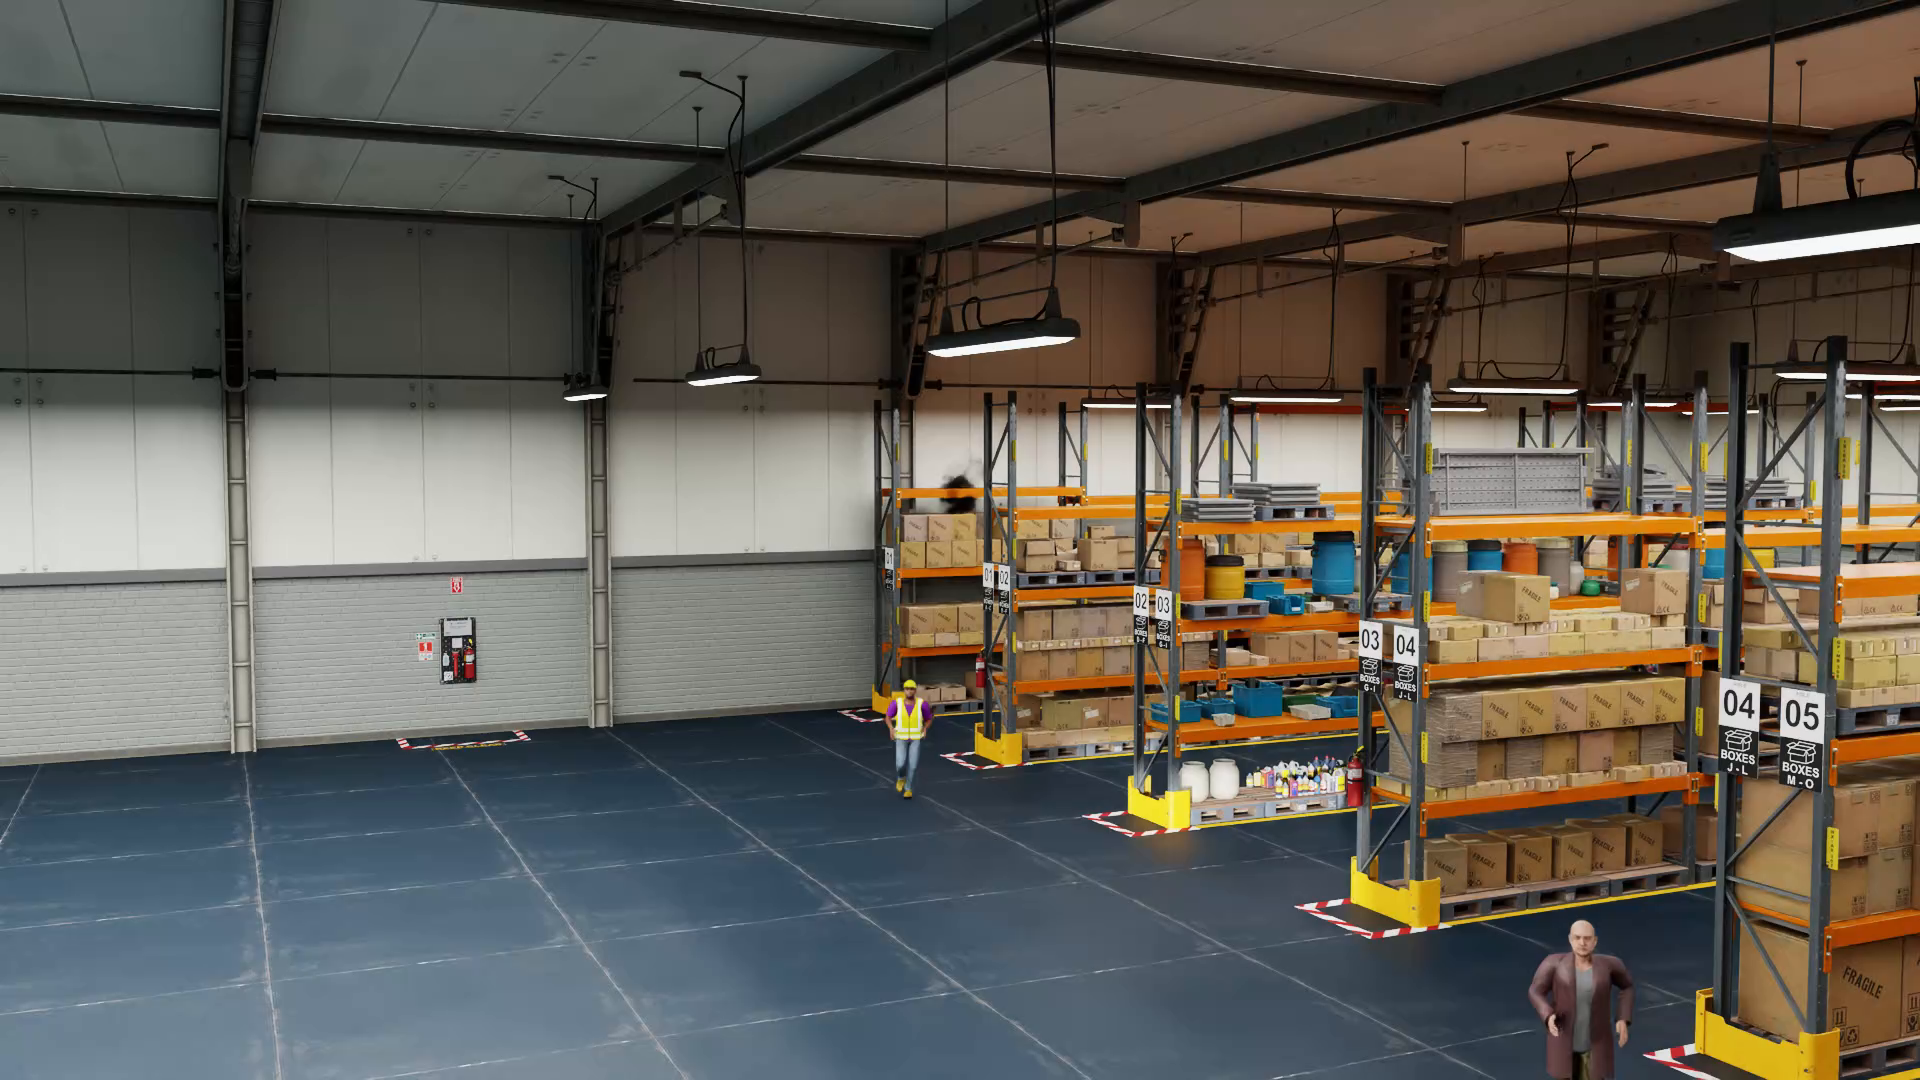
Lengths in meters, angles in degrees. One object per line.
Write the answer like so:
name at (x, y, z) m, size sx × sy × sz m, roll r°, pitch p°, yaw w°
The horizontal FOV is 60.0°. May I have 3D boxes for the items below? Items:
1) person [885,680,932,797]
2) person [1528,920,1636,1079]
person at (-0.744, 2.890, 24.177) m, size 0.676 × 1.720 × 0.571 m, roll 0°, pitch 3°, yaw -3°
person at (4.435, 3.594, 11.877) m, size 0.726 × 1.788 × 0.984 m, roll 1°, pitch 4°, yaw 19°
